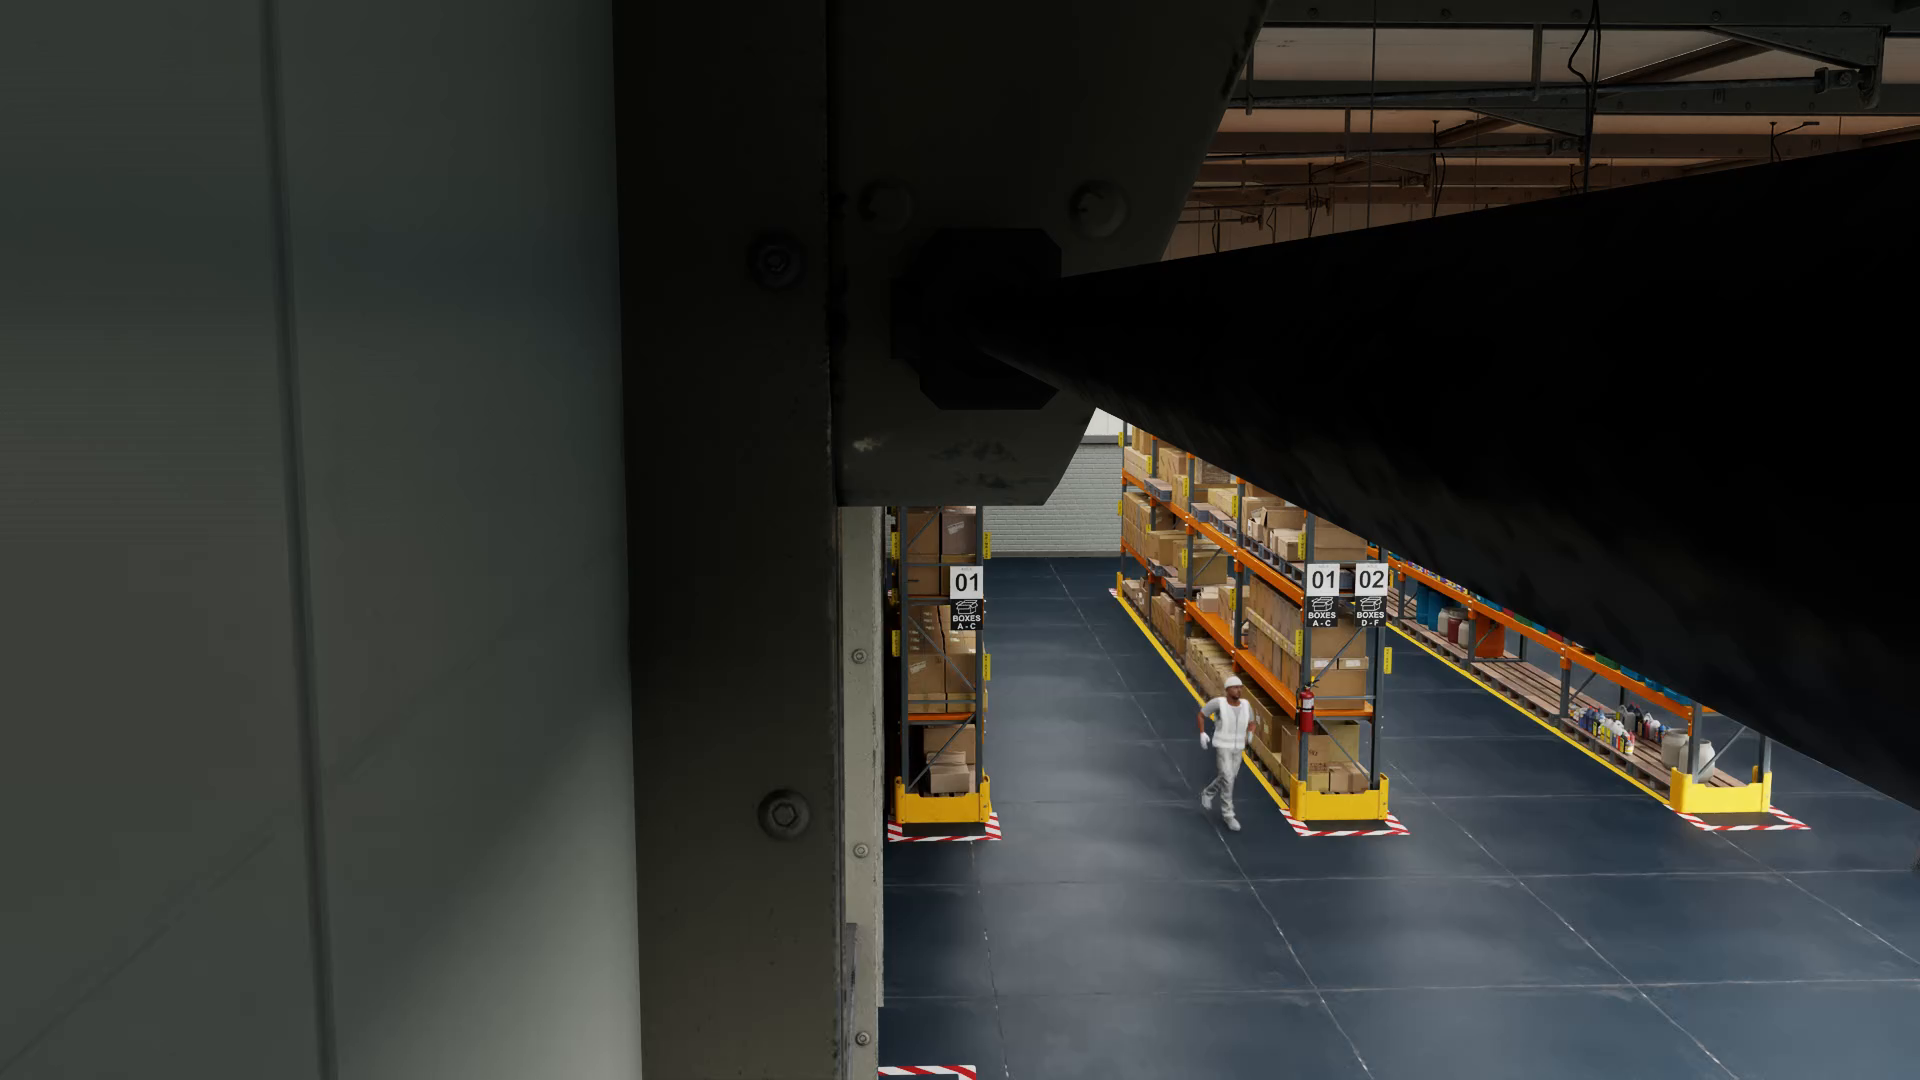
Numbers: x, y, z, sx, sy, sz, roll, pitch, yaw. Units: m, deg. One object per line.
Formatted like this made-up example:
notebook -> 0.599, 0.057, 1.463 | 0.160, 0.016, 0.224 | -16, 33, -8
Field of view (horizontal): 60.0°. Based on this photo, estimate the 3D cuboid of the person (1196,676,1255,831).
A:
person -> 3.318, 2.565, 20.394 | 0.721, 1.773, 0.909 | -3, 9, -23
